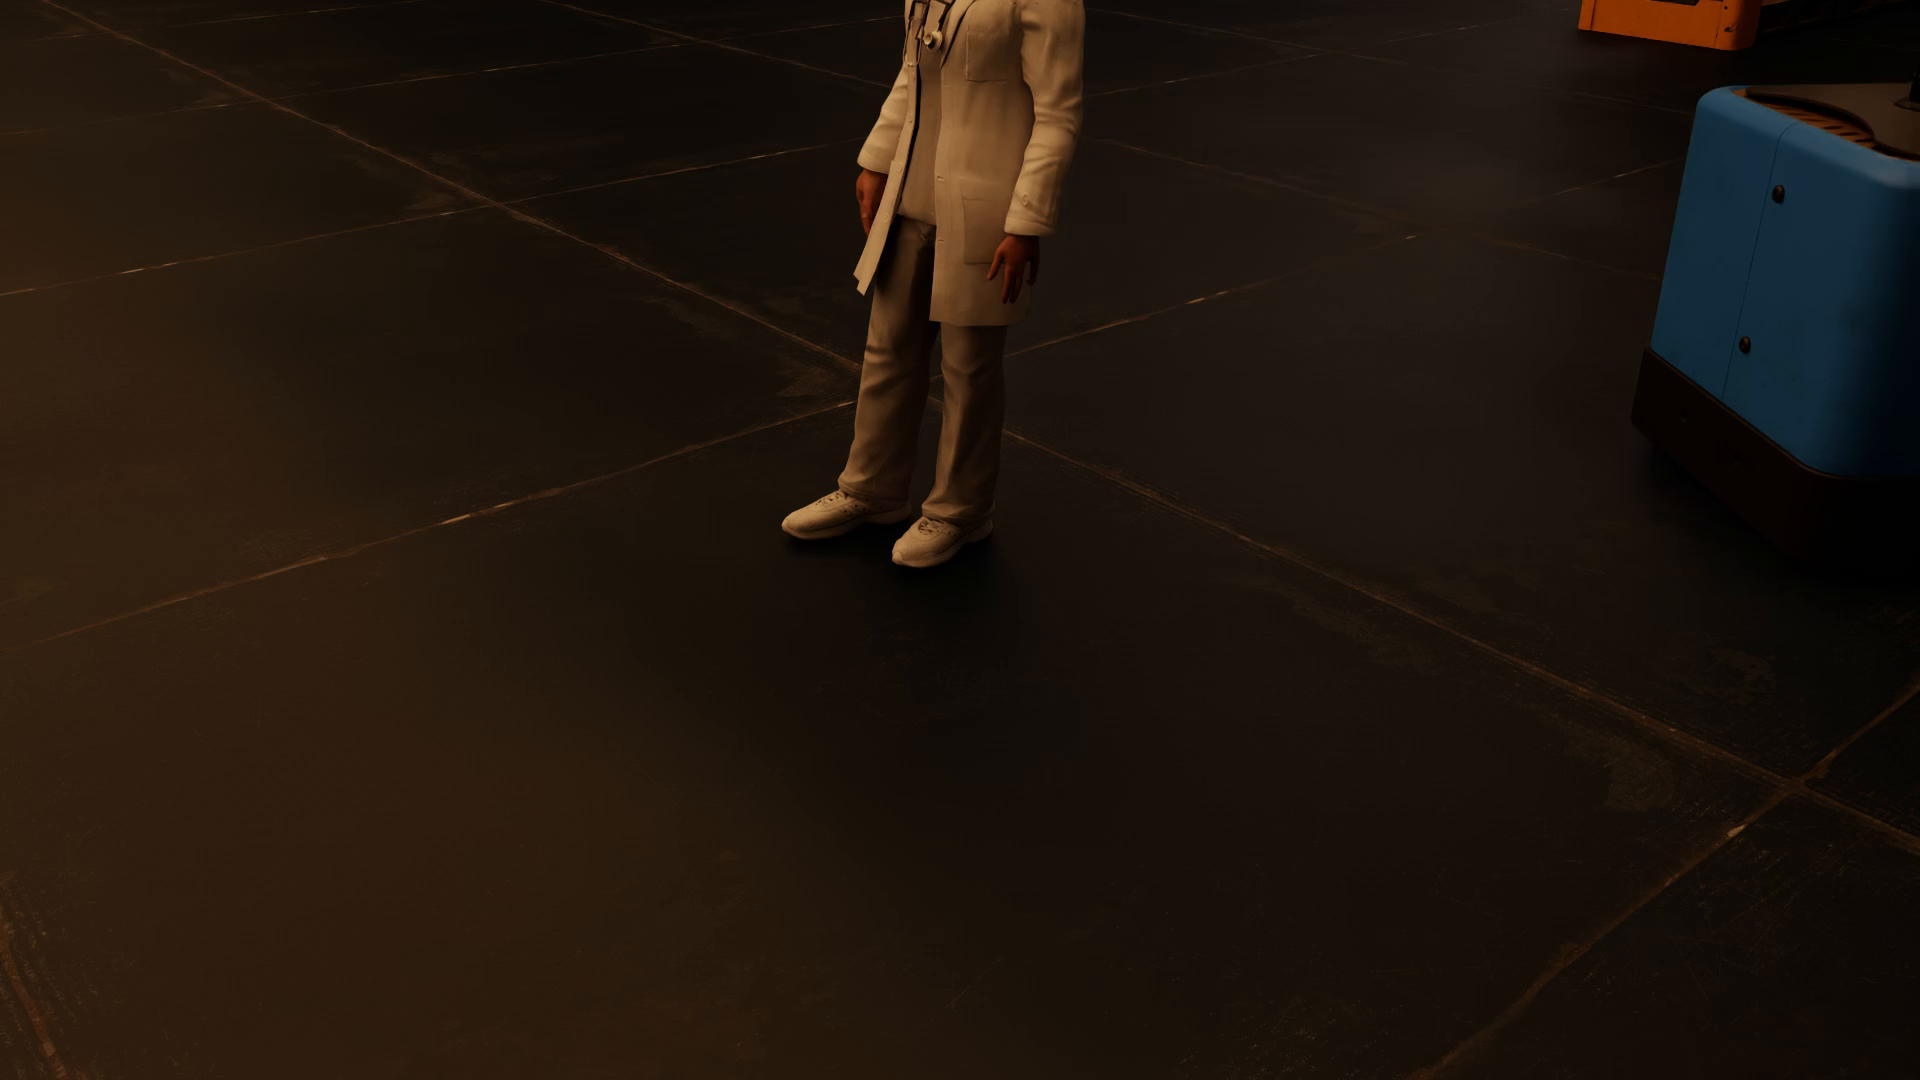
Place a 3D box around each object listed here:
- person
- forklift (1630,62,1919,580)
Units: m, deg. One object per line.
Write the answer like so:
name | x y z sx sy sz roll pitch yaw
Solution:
person | -0.073 -0.778 4.053 0.578 1.777 0.696 -20 33 -35
forklift | 3.585 -1.466 4.157 3.031 2.935 1.130 -2 26 -4
